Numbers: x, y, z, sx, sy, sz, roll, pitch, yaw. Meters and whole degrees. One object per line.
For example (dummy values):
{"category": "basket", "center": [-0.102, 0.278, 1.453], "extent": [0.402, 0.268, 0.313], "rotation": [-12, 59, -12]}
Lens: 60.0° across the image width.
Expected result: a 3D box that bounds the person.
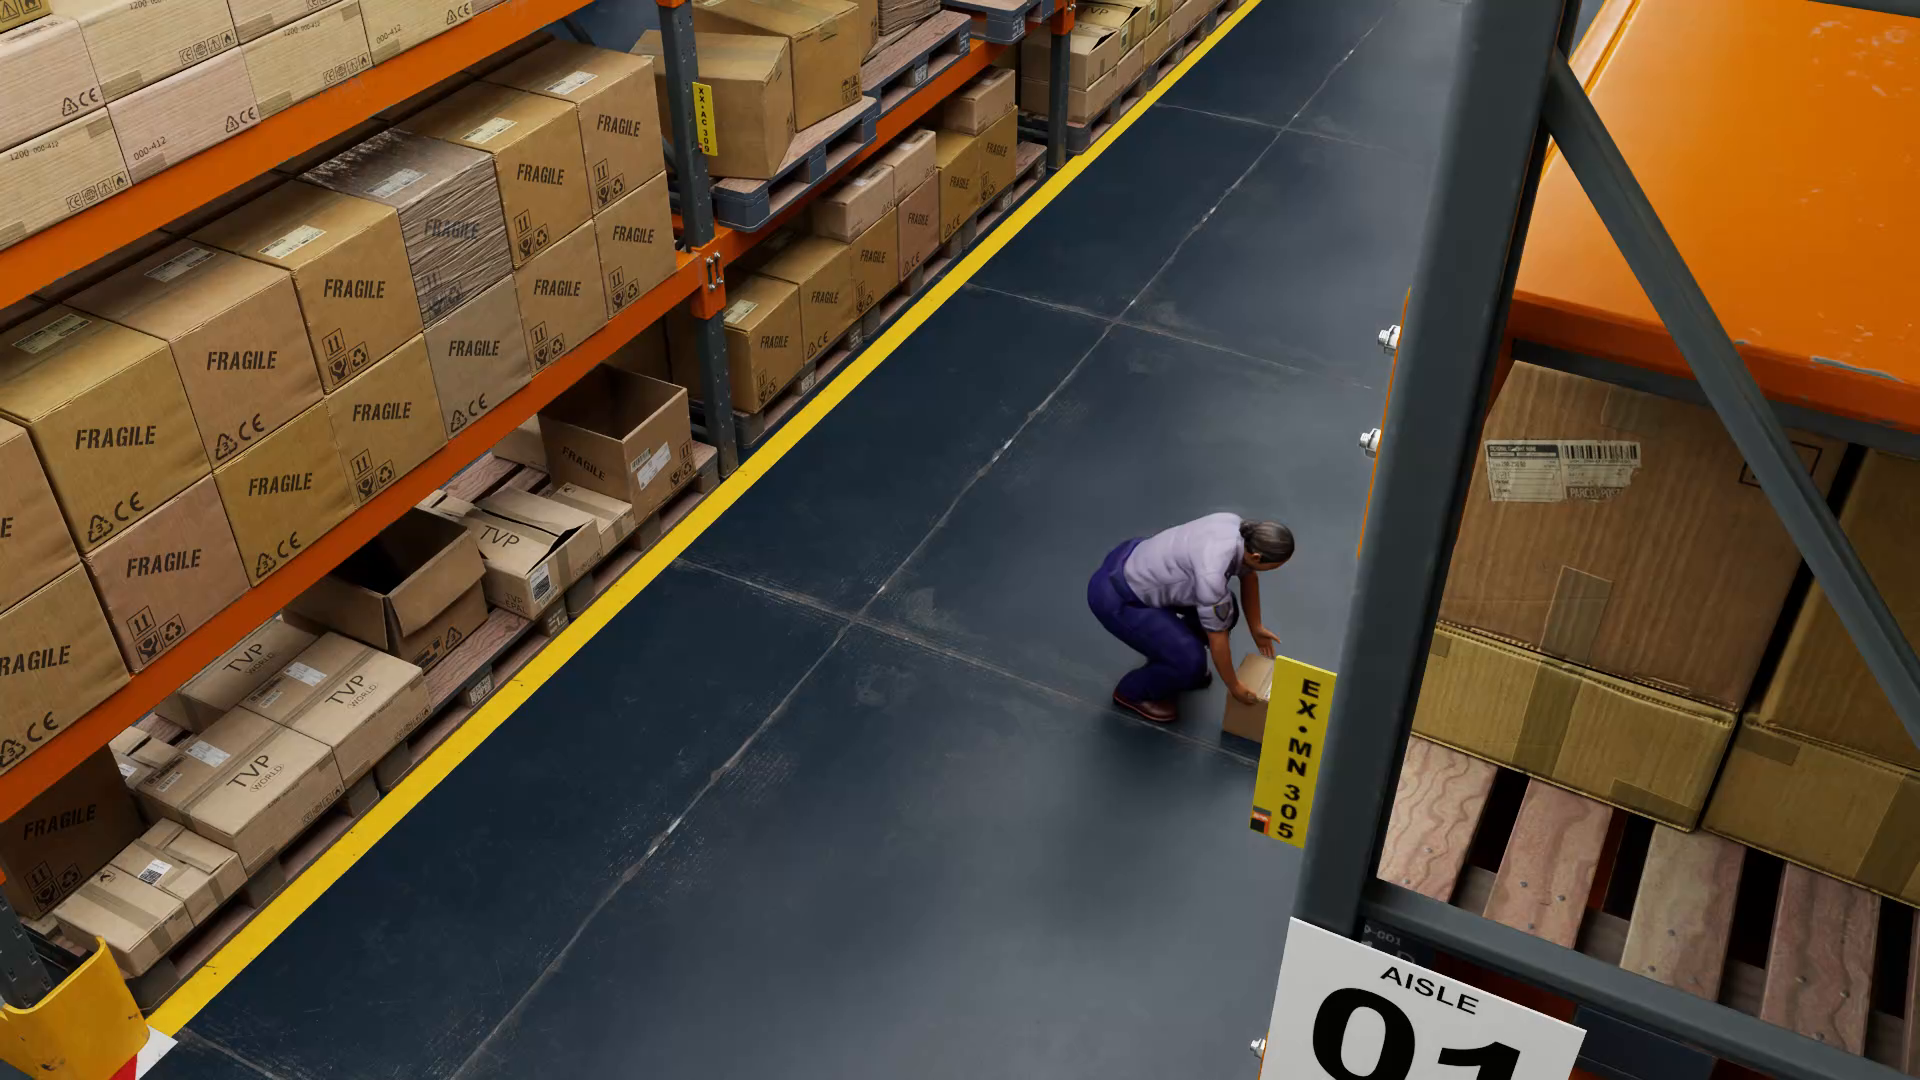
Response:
{"category": "person", "center": [0.949, 0.266, 6.943], "extent": [0.796, 1.010, 0.530], "rotation": [18, 42, 21]}
